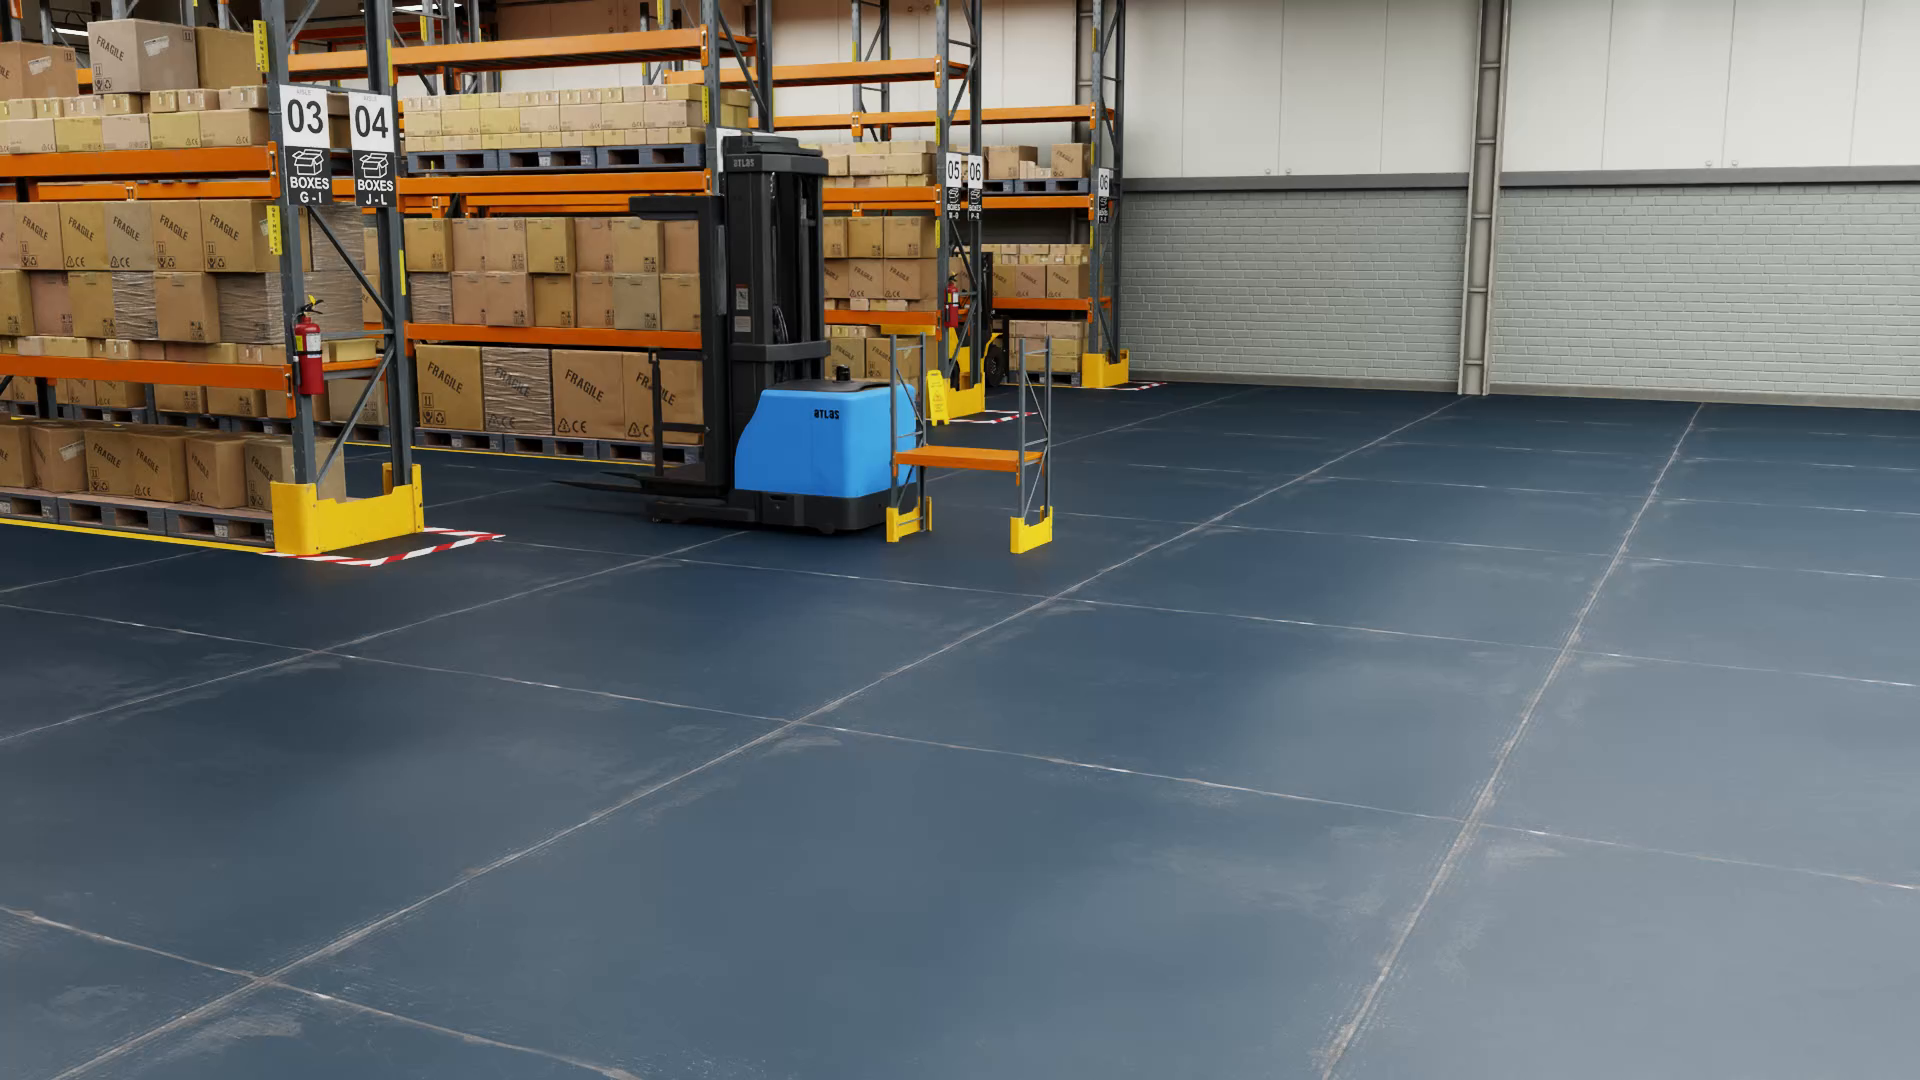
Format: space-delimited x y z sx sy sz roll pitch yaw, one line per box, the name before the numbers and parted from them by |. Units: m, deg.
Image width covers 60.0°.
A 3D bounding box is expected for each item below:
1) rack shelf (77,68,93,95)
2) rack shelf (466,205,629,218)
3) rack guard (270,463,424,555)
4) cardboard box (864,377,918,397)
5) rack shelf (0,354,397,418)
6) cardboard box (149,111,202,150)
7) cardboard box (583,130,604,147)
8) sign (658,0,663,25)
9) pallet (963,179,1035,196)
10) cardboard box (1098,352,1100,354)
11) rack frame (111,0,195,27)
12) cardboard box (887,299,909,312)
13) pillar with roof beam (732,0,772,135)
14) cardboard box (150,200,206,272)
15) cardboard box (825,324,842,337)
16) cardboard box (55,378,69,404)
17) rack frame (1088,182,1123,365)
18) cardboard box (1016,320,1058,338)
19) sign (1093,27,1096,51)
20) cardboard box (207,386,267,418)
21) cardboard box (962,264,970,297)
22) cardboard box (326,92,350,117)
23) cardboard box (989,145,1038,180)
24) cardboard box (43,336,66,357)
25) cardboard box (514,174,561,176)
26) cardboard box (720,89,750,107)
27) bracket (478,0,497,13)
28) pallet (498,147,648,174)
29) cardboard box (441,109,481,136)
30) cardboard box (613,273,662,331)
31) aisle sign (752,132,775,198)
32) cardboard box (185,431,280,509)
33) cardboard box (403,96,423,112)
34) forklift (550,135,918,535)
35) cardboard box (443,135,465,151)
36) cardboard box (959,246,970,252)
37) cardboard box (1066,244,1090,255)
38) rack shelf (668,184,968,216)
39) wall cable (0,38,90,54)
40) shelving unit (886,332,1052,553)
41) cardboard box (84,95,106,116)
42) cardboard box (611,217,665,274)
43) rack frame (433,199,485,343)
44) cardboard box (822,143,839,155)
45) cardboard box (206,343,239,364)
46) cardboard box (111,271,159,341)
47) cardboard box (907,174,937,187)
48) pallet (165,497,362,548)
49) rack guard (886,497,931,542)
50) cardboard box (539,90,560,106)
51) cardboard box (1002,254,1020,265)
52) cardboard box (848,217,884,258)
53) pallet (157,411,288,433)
rack shelf | -11.072 -5.438 20.152 4.000 0.370 1.077 5 11 26
rack shelf | -6.779 -5.750 29.177 4.000 0.370 1.077 5 11 26
rack guard | -4.457 -0.241 12.155 0.348 0.500 1.175 5 11 26
cardboard box | -0.870 -1.924 20.977 0.500 0.250 0.500 5 11 26
rack shelf | -6.183 -1.268 12.834 4.000 0.370 1.077 5 11 26
cardboard box | -5.383 -2.903 11.846 0.500 0.250 0.500 5 11 26
cardboard box | -3.465 -3.909 16.230 0.250 0.149 0.380 5 11 25
sign | -3.832 -6.763 21.262 0.005 0.325 0.100 5 11 26
pallet | 0.468 -5.429 25.628 1.213 0.211 1.003 5 11 26
cardboard box | 1.835 -2.764 25.620 0.500 0.250 0.500 5 11 26
rack frame | -9.278 -5.831 19.181 0.127 3.000 1.000 5 11 26
cardboard box | -0.711 -2.921 20.654 0.250 0.149 0.380 5 11 25
pillar with roof beam | -5.323 -6.776 24.404 0.548 9.000 9.100 5 11 26
cardboard box | -5.443 -2.194 12.009 0.500 0.500 0.500 5 11 26
cardboard box | -1.657 -2.670 21.175 0.250 0.149 0.380 6 12 28
cardboard box | -10.930 -1.946 20.402 0.500 0.500 0.500 4 11 23
rack frame | 2.189 -3.840 25.027 0.127 3.000 1.000 5 11 26
cardboard box | 1.177 -3.212 25.287 0.500 0.250 0.500 5 12 27
sign | 1.936 -7.205 23.929 0.005 0.325 0.100 5 11 26
cardboard box | -7.987 -1.848 19.156 0.750 0.750 1.050 5 11 27
cardboard box | 0.254 -4.007 25.666 0.500 0.500 0.500 5 11 26
cardboard box | -4.534 -3.122 11.934 0.250 0.149 0.380 5 11 25
cardboard box | 0.809 -5.714 25.216 0.500 0.500 0.700 5 11 26
cardboard box | -6.785 -1.497 12.782 0.250 0.149 0.380 5 11 26
cardboard box | -5.798 -5.089 23.213 0.637 0.503 0.797 5 11 26
cardboard box | -2.263 -4.326 16.297 0.250 0.149 0.380 5 11 26
bracket | -8.583 -9.619 30.001 0.430 0.232 0.235 5 11 26
pallet | -3.872 -3.834 16.817 1.213 0.211 1.003 5 11 26
cardboard box | -4.923 -4.246 16.969 0.500 0.250 0.500 5 11 25
cardboard box | -2.960 -2.384 16.561 0.550 0.550 0.875 5 11 26
aisle sign | -1.908 -3.570 16.235 0.004 0.787 0.394 5 11 26
cardboard box | -5.493 -0.535 12.602 0.500 0.500 0.500 9 14 41
cardboard box | -5.515 -4.482 17.154 0.250 0.149 0.380 5 11 26
forklift | -1.880 -1.642 13.075 3.031 2.935 1.130 5 12 27
cardboard box | -5.059 -4.049 17.004 0.250 0.149 0.380 5 11 26
cardboard box | 0.178 -4.492 25.691 0.250 0.149 0.380 5 11 26
cardboard box | 1.774 -4.350 24.903 0.250 0.149 0.380 5 11 26
rack shelf | -1.798 -4.327 21.312 4.000 0.370 1.077 5 11 26
wall cable | -17.977 -8.244 32.406 0.133 3.039 2.988 5 11 26
shelving unit | 0.068 -0.732 12.063 1.083 1.500 0.587 5 11 26
cardboard box | -6.165 -3.168 12.189 0.250 0.149 0.380 4 11 23
cardboard box | -2.954 -2.918 16.477 0.550 0.550 0.875 5 11 26
rack frame | -7.179 -3.678 24.128 0.127 3.000 1.000 5 11 26
cardboard box | -1.534 -4.889 20.863 0.250 0.149 0.380 5 11 24
cardboard box | -5.207 -1.362 12.037 0.250 0.149 0.380 5 11 26
cardboard box | -5.801 -1.774 12.496 0.500 0.500 0.875 5 11 26
cardboard box | -0.448 -4.383 20.308 0.250 0.149 0.380 5 11 26
pallet | -5.170 -0.168 12.566 1.213 0.211 1.003 5 11 26
rack guard | -0.378 -0.156 12.392 0.087 0.250 0.587 5 11 26
cardboard box | -3.924 -4.342 16.382 0.250 0.149 0.380 5 11 26
cardboard box | 0.828 -4.272 25.308 0.250 0.149 0.380 5 11 24
cardboard box | -1.010 -3.781 20.777 0.500 0.500 0.700 5 11 26
pallet | -8.605 -1.433 19.554 1.213 0.211 1.003 5 11 26
